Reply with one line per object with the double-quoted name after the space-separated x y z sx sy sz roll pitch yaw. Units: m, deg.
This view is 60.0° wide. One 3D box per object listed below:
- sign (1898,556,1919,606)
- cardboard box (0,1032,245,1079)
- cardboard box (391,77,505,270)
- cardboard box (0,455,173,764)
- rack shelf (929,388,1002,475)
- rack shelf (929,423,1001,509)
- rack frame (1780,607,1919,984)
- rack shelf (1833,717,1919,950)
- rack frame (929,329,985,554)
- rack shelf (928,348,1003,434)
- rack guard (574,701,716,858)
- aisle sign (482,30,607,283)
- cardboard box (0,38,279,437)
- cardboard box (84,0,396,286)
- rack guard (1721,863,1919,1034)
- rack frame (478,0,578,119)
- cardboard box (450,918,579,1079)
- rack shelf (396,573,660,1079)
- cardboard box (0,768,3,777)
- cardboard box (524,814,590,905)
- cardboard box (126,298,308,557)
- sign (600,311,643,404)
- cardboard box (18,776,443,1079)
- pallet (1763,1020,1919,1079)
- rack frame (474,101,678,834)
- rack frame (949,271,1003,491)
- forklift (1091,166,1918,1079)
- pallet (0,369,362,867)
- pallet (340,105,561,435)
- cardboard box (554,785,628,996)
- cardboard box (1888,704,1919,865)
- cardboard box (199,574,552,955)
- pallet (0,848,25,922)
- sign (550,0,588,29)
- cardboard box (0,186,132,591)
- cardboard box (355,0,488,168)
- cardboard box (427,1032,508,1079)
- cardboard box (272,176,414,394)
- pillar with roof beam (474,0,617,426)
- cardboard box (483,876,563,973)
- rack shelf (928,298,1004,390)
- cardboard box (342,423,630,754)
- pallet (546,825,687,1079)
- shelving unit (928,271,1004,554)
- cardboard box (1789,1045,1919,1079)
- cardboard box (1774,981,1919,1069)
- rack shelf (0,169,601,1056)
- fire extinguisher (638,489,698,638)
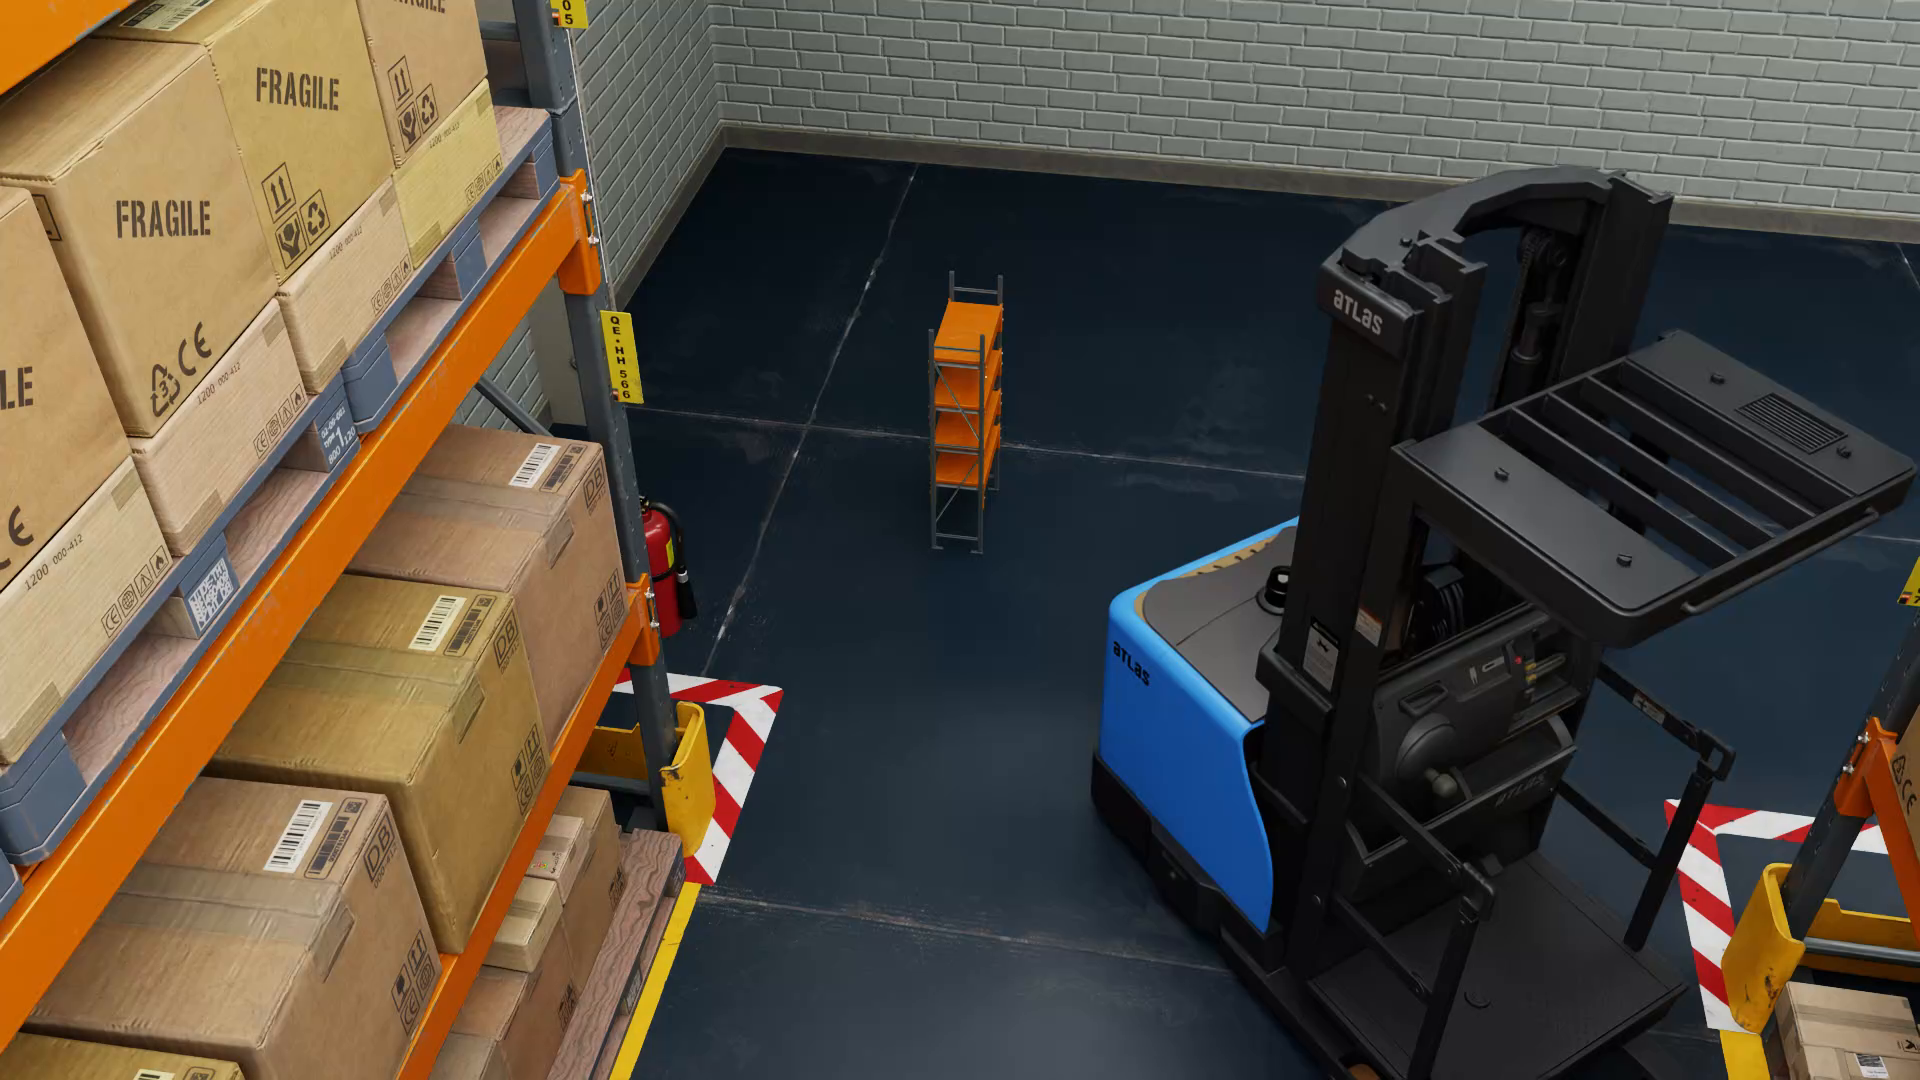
2.780 0.065 4.735 0.100 0.325 0.005 6 40 8 "sign"
-2.015 1.513 3.428 0.980 0.700 0.700 5 40 7 "cardboard box"
-1.430 -0.896 3.932 0.500 0.250 0.500 8 40 9 "cardboard box"
-1.694 0.080 2.751 0.500 0.250 0.500 5 40 6 "cardboard box"
0.029 -0.514 7.633 0.258 0.148 0.480 6 40 8 "rack shelf"
0.029 -0.361 7.760 0.258 0.148 0.480 6 40 8 "rack shelf"
3.315 0.458 4.939 1.000 3.000 0.127 6 40 8 "rack frame"
2.969 1.990 3.650 1.077 0.370 4.000 6 40 8 "rack shelf"
-0.014 -0.413 7.405 0.240 1.200 0.015 6 40 8 "rack frame"
0.029 -0.687 7.491 0.258 0.148 0.480 6 40 8 "rack shelf"
-1.561 0.862 6.411 1.175 0.500 0.348 6 40 8 "rack guard"
-1.257 -1.100 4.783 0.394 0.787 0.004 6 40 8 "aisle sign"
-1.602 -0.543 2.917 0.500 0.500 0.500 5 40 6 "cardboard box"
-1.520 -0.871 3.314 0.500 0.500 0.500 8 40 9 "cardboard box"
3.301 1.469 5.678 1.175 0.500 0.348 6 40 8 "rack guard"
-1.565 -2.398 3.685 1.000 3.000 0.127 6 40 8 "rack frame"
-1.674 1.480 5.335 0.700 0.500 0.500 6 40 8 "cardboard box"
-1.911 1.447 4.308 1.077 0.370 4.000 6 40 8 "rack shelf"
-1.776 0.403 2.361 0.500 0.250 0.500 6 40 7 "cardboard box"
-1.430 1.017 5.386 0.380 0.149 0.250 6 40 7 "cardboard box"
-1.604 -0.242 3.141 0.500 0.250 0.500 5 40 6 "cardboard box"
-1.033 -0.555 5.069 0.100 0.325 0.005 6 40 8 "sign"
-1.899 1.055 3.981 0.980 0.700 0.700 5 40 6 "cardboard box"
3.164 2.081 5.165 1.003 0.211 1.213 6 40 8 "pallet"
-1.565 -0.086 5.597 1.000 3.000 0.127 6 40 8 "rack frame"
0.071 -0.719 7.775 0.240 1.200 0.015 6 40 8 "rack frame"
1.715 0.540 4.894 1.130 2.935 3.031 -21 44 -24 "forklift"
-1.892 0.027 3.176 1.003 0.211 1.213 6 40 8 "pallet"
-1.683 -0.741 4.105 1.003 0.211 1.213 6 40 8 "pallet"
-1.588 1.166 5.715 0.700 0.500 0.500 6 40 8 "cardboard box"
2.978 0.669 4.605 0.500 0.500 0.500 7 40 9 "cardboard box"
-1.758 0.578 4.559 0.980 0.700 0.700 6 40 7 "cardboard box"
-2.105 0.790 2.252 1.003 0.211 1.213 6 40 8 "pallet"
-1.033 -1.484 4.301 0.100 0.325 0.005 6 40 8 "sign"
-1.695 -0.214 2.518 0.500 0.500 0.500 7 40 8 "cardboard box"
-1.423 -1.184 3.692 0.500 0.500 0.500 6 40 8 "cardboard box"
-1.760 1.796 4.953 0.700 0.500 0.500 5 40 6 "cardboard box"
-1.519 -0.569 3.536 0.500 0.250 0.500 5 40 6 "cardboard box"
2.290 -3.713 5.276 9.100 9.000 0.400 6 40 8 "pillar with roof beam"
-1.474 1.177 5.192 0.380 0.149 0.250 7 40 9 "cardboard box"
0.029 -0.869 7.340 0.258 0.148 0.480 6 40 8 "rack shelf"
-1.643 0.120 5.113 0.980 0.700 0.700 8 40 10 "cardboard box"
-1.626 1.499 5.868 1.003 0.211 1.213 6 40 8 "pallet"
0.029 -0.566 7.590 0.258 1.200 0.503 6 40 8 "shelving unit"
2.860 1.762 5.240 0.380 0.166 0.250 6 40 8 "cardboard box"
2.904 1.612 5.435 0.380 0.149 0.250 6 40 8 "cardboard box"
-1.911 0.290 3.352 1.077 0.370 4.000 6 40 8 "rack shelf"
-1.084 0.044 5.793 0.296 0.674 0.183 6 40 8 "fire extinguisher"
